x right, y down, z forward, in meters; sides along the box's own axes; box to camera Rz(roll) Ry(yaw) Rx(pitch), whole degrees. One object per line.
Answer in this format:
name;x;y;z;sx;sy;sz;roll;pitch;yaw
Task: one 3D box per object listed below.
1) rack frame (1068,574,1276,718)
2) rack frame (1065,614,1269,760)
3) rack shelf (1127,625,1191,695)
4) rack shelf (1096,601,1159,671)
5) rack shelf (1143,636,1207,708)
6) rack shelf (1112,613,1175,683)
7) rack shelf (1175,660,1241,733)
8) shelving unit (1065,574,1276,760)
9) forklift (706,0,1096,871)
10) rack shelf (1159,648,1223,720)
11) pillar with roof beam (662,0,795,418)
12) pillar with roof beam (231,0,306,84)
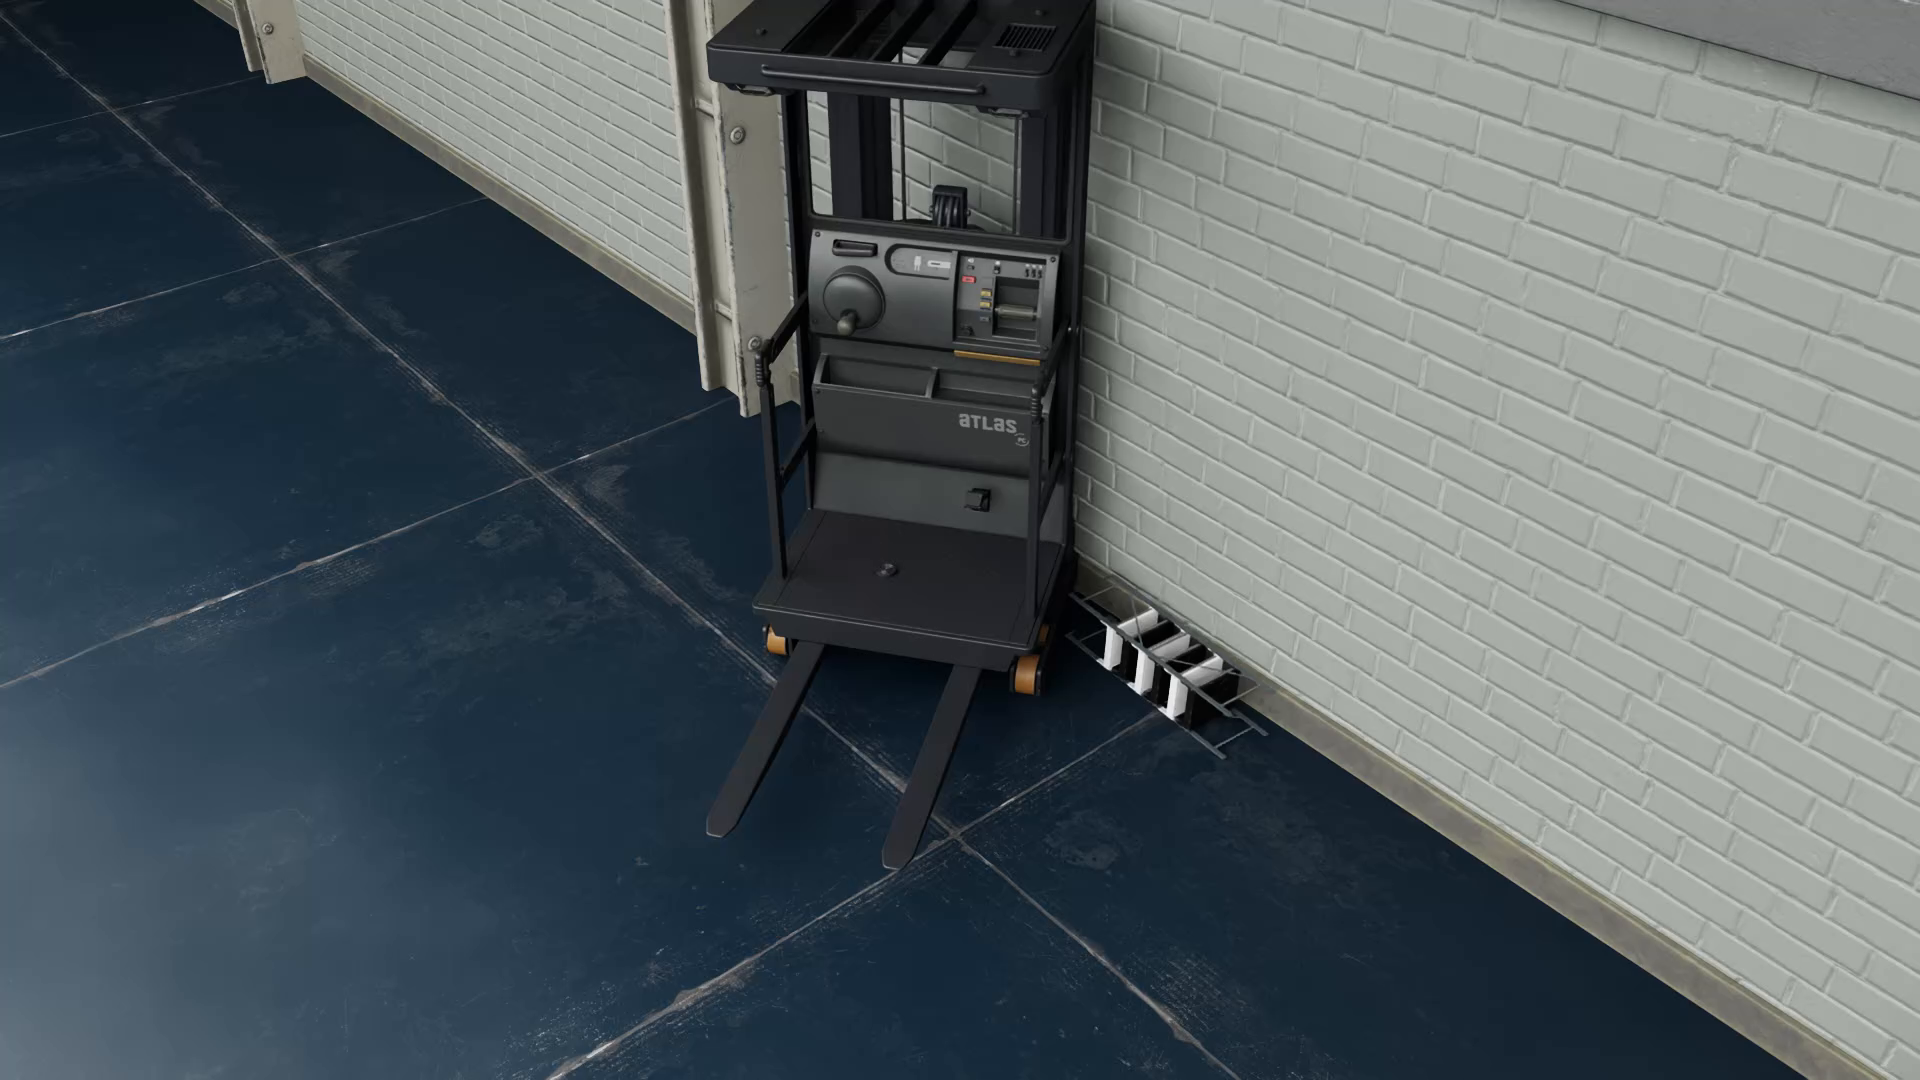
rack frame;0.793;0.387;6.332;0.240;0.006;0.900;-22;41;-31
rack frame;0.787;0.555;6.448;0.240;0.006;0.900;-22;41;-31
rack shelf;0.770;0.455;6.412;0.258;0.200;0.077;-22;41;-31
rack shelf;0.661;0.371;6.528;0.258;0.200;0.077;-22;41;-31
rack shelf;0.825;0.498;6.354;0.258;0.200;0.077;-22;41;-31
rack shelf;0.716;0.413;6.470;0.258;0.200;0.077;-22;41;-31
rack shelf;0.933;0.582;6.238;0.258;0.200;0.077;-22;41;-31
shelving unit;0.790;0.471;6.390;0.258;0.210;0.900;-22;41;-31
forklift;-0.151;-0.845;5.907;1.130;2.935;3.031;8;36;11
rack shelf;0.879;0.540;6.296;0.258;0.200;0.077;-22;41;-31
pillar with roof beam;-4.339;-2.804;3.423;9.100;9.000;0.400;-26;43;-32
pillar with roof beam;-8.211;-5.453;7.164;9.100;9.000;0.400;-26;43;-32
